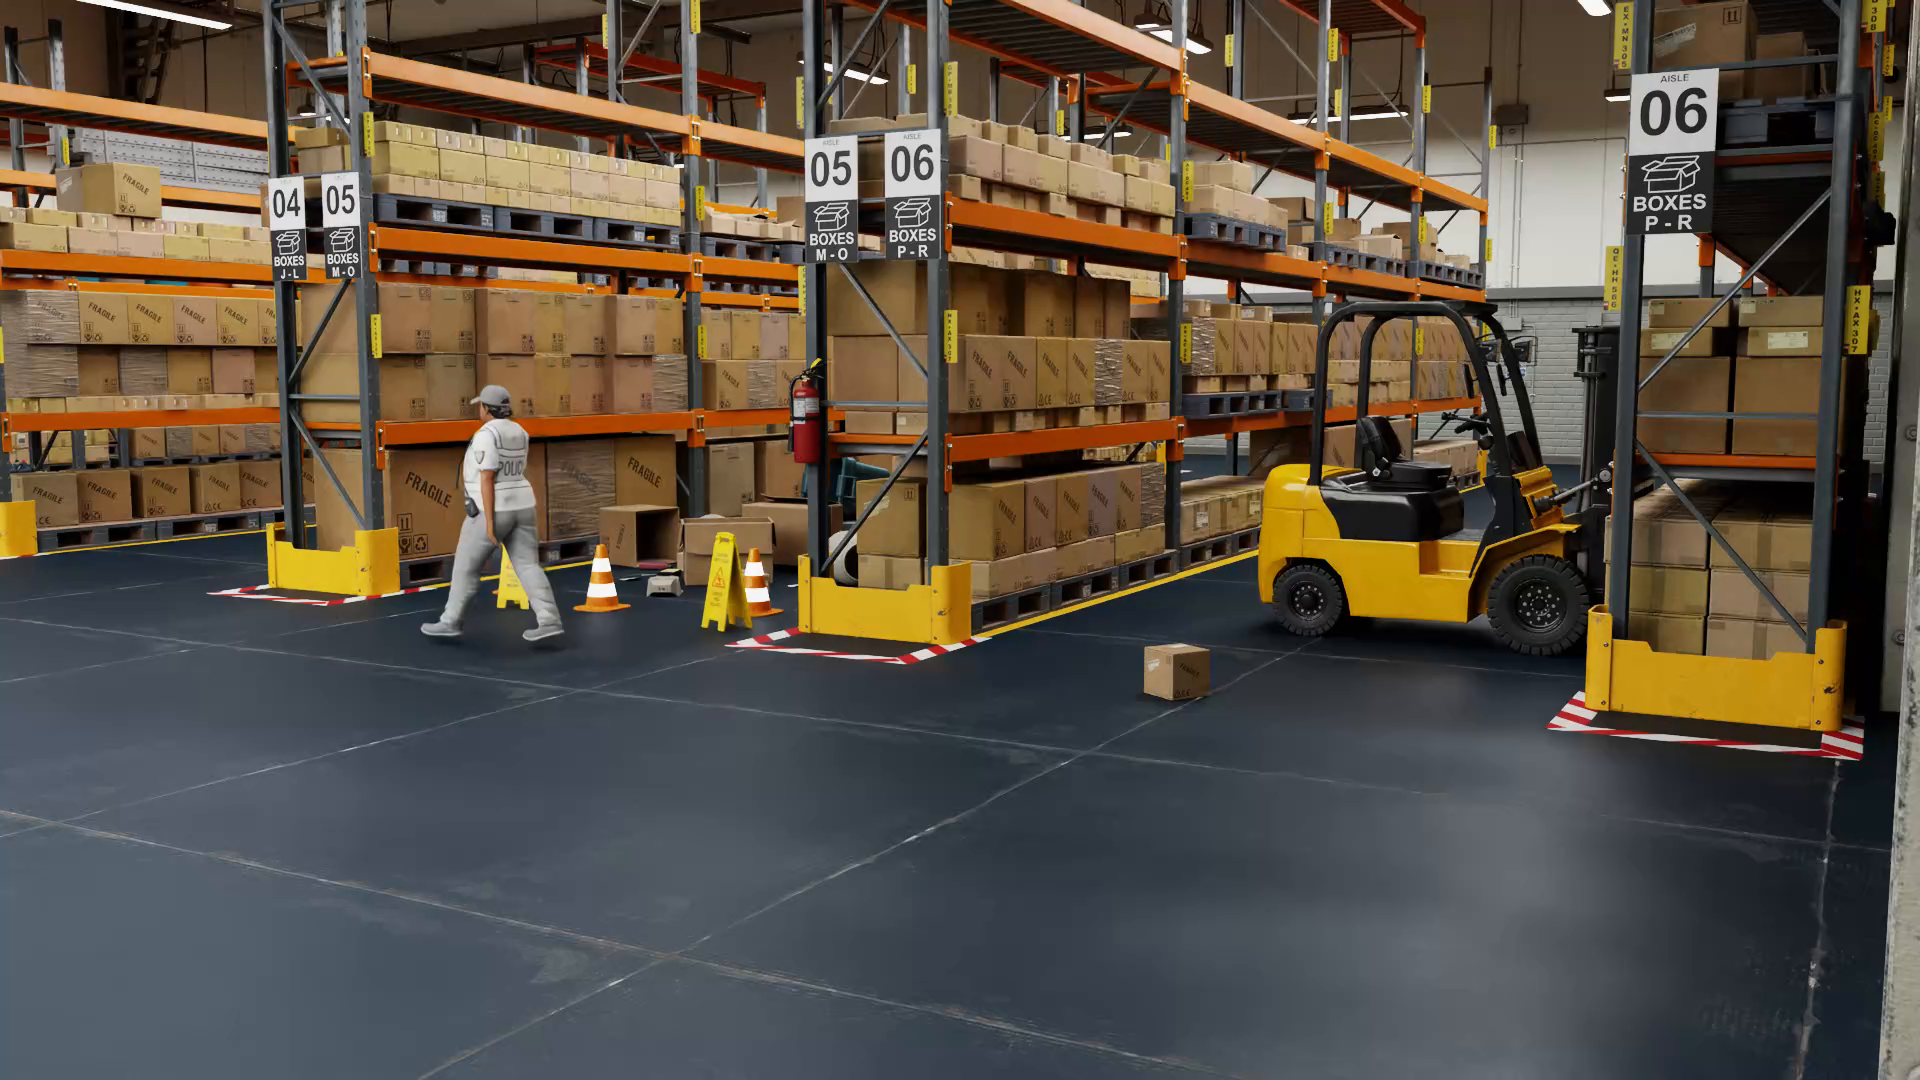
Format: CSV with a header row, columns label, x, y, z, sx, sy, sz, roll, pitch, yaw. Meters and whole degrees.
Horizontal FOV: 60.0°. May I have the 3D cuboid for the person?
label,x,y,z,sx,sy,sz,roll,pitch,yaw
person,-2.927,-0.178,10.470,1.028,1.596,0.496,4,7,31
